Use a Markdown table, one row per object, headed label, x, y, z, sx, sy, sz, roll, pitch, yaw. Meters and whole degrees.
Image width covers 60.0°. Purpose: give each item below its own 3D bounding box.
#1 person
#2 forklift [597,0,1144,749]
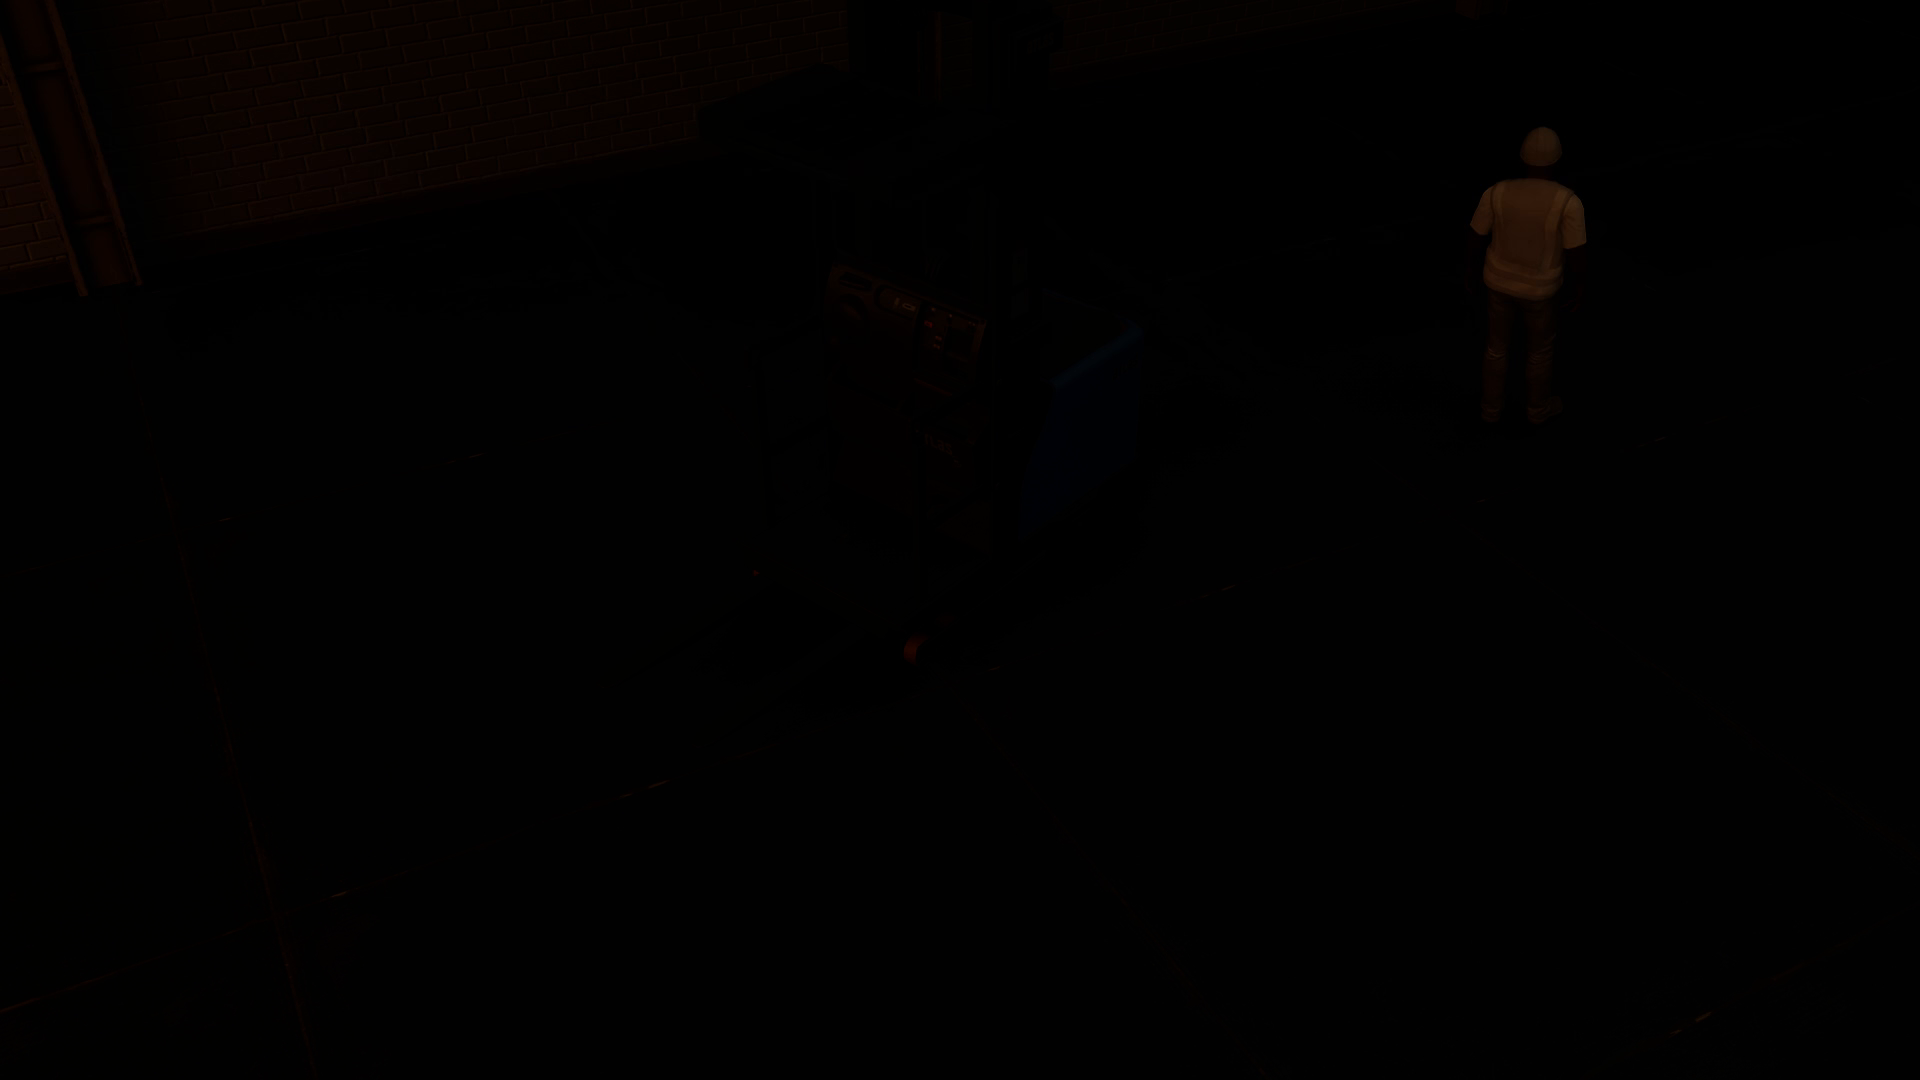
| label | x | y | z | sx | sy | sz | roll | pitch | yaw |
| --- | --- | --- | --- | --- | --- | --- | --- | --- | --- |
| person | 3.130 | -1.459 | 9.184 | 0.665 | 1.768 | 0.574 | 19 | 40 | 25 |
| forklift | -0.390 | -0.927 | 7.434 | 1.130 | 2.935 | 3.031 | 26 | 43 | 31 |
